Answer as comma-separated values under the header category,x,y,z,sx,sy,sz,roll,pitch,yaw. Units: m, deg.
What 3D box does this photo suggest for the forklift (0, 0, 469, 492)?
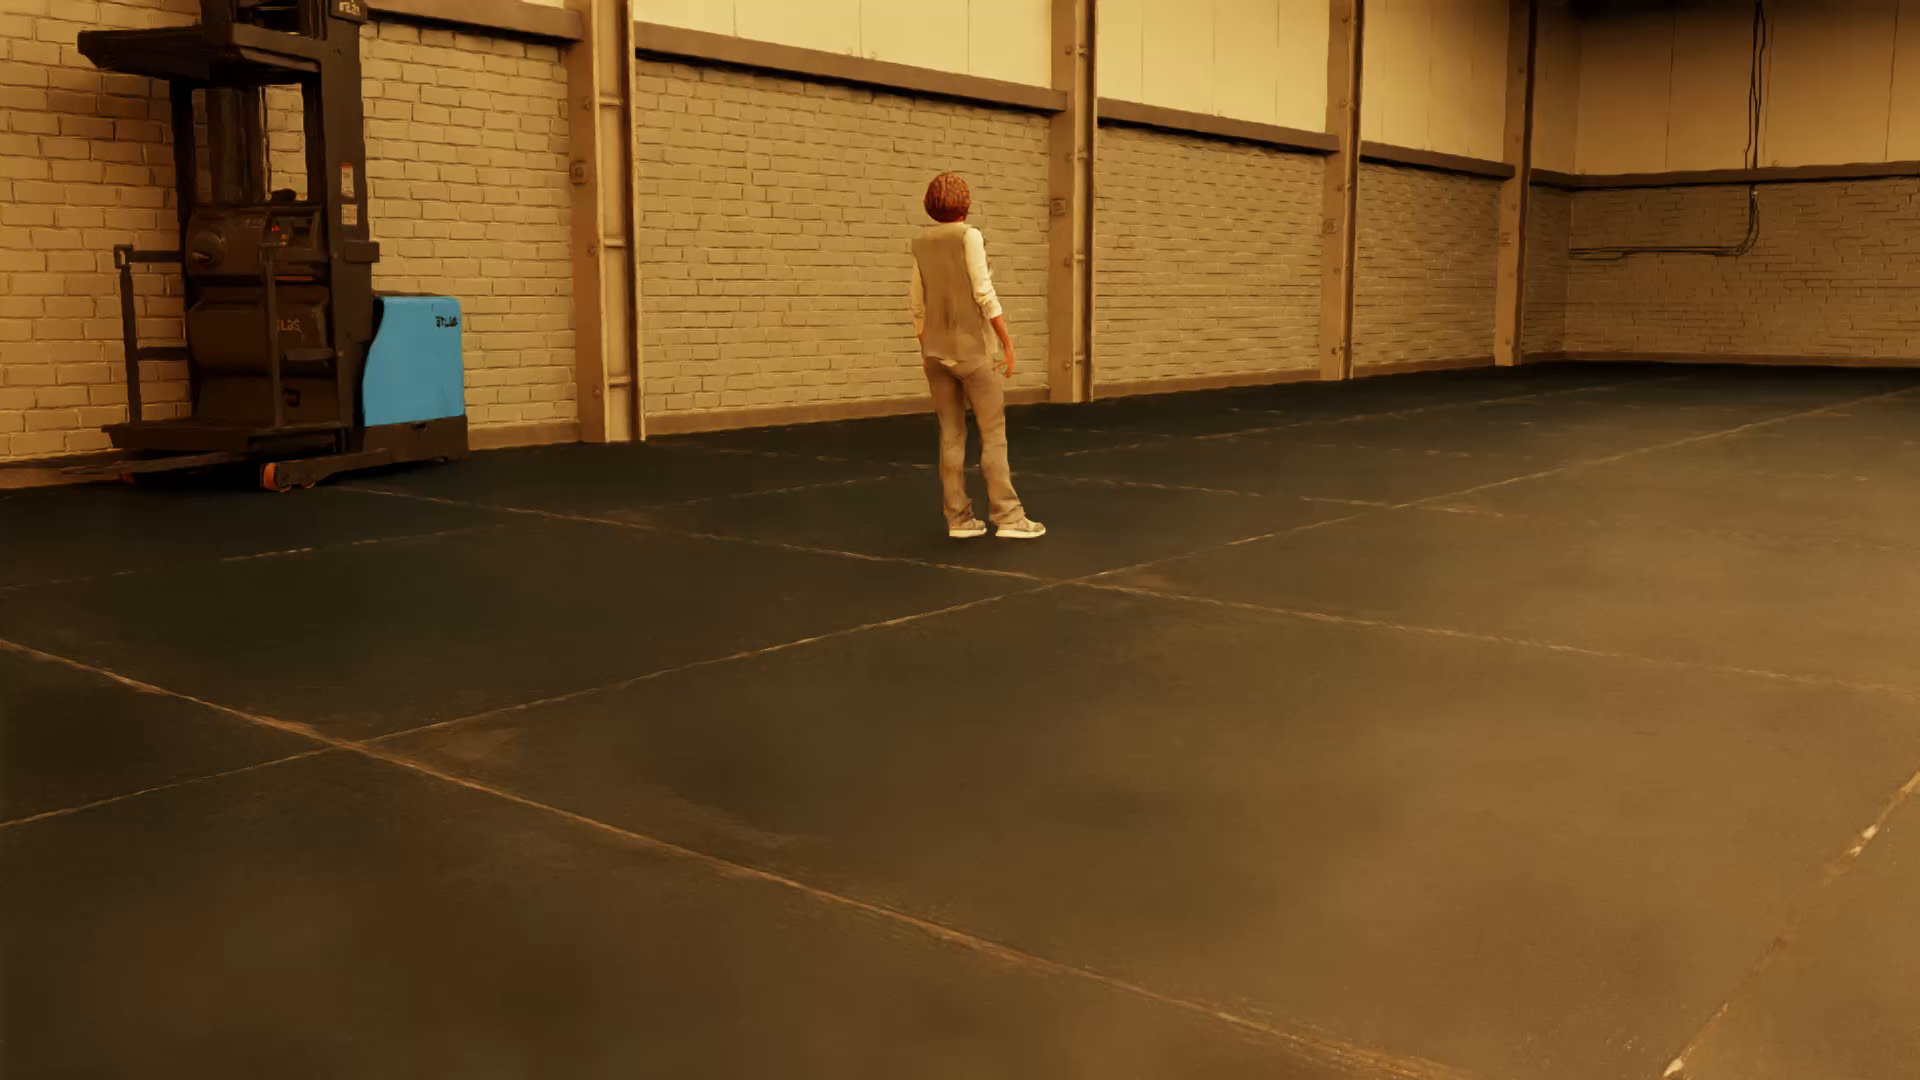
category,x,y,z,sx,sy,sz,roll,pitch,yaw
forklift,-4.159,-1.779,9.441,1.130,2.935,3.031,3,9,19

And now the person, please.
category,x,y,z,sx,sy,sz,roll,pitch,yaw
person,0.057,-0.797,7.338,0.521,1.583,0.474,7,11,38
